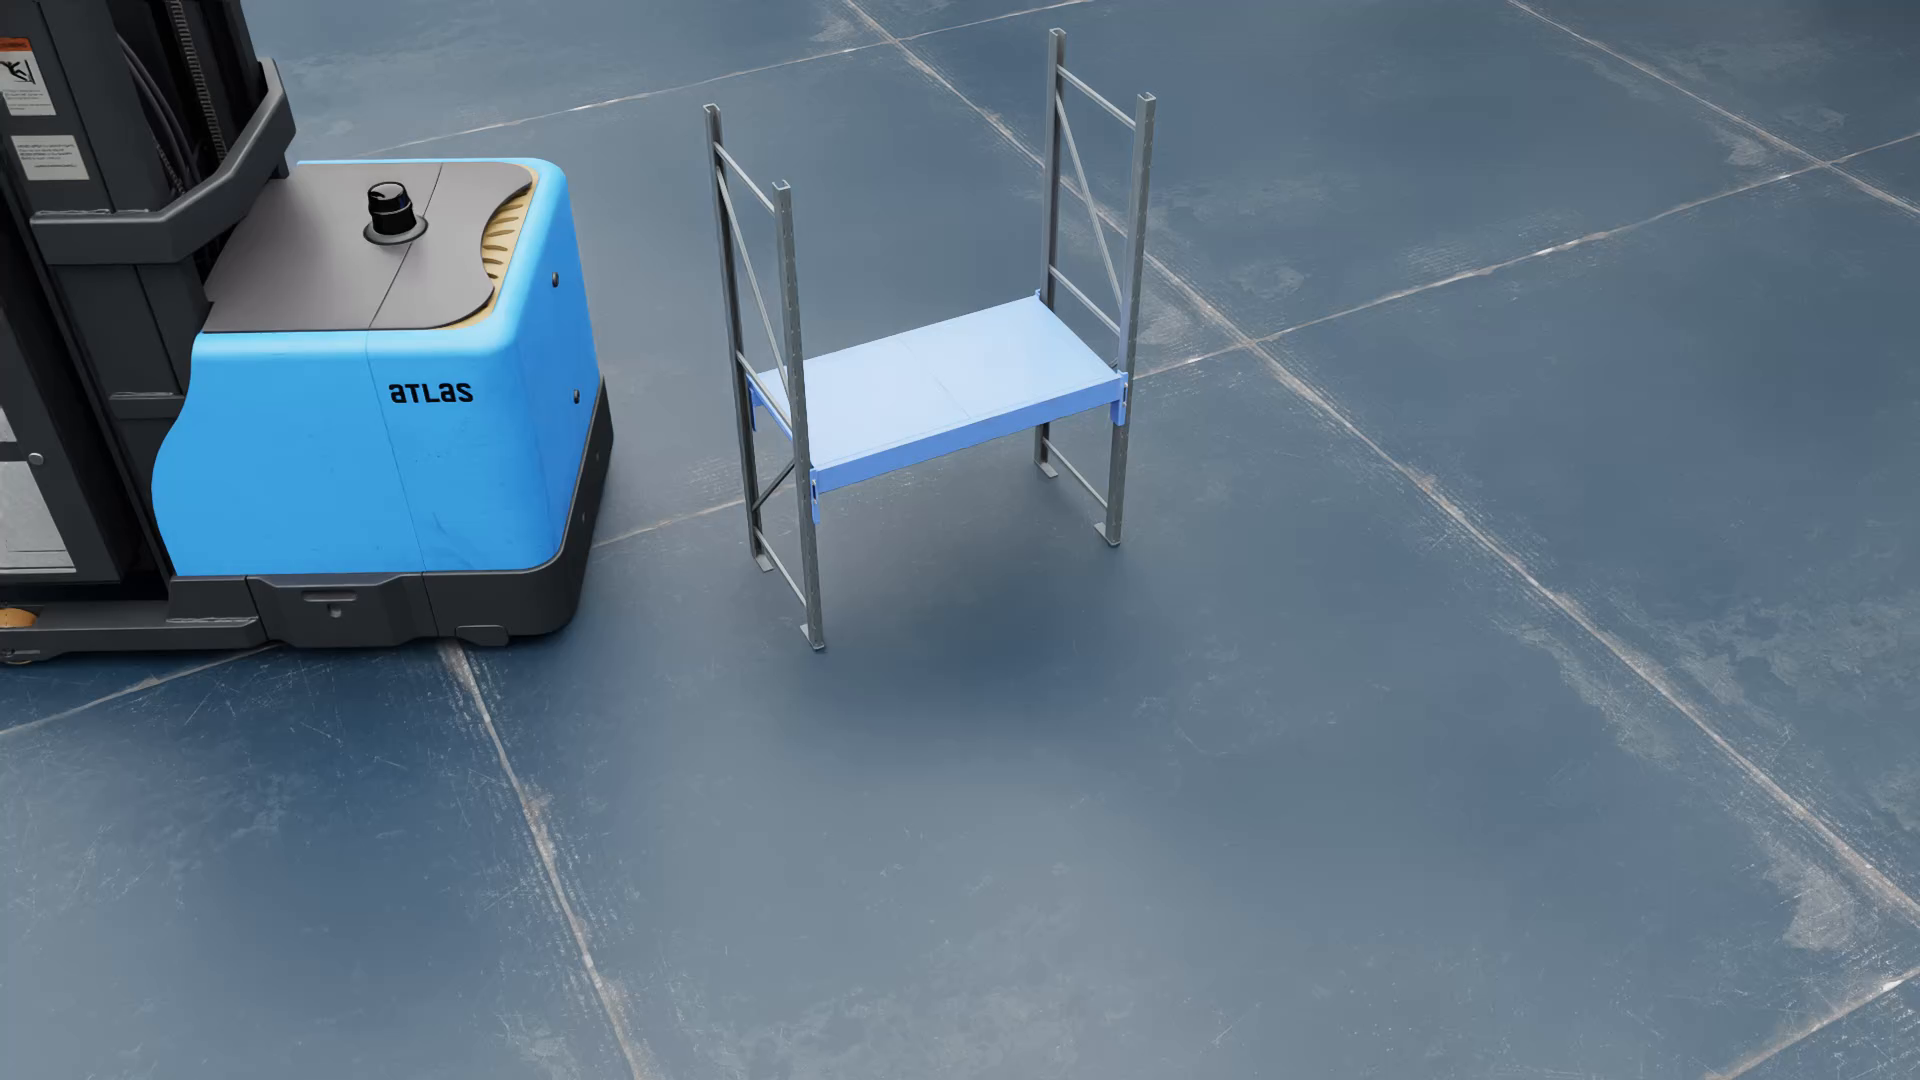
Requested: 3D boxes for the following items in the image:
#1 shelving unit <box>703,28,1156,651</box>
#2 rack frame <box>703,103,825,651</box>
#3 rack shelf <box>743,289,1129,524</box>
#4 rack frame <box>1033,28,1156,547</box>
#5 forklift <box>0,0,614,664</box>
[{"bbox_3d":[-0.076,-0.547,4.735,1.048,1.500,0.538,-19,44,-21],"label":"shelving unit"},{"bbox_3d":[-0.527,-0.395,4.556,0.032,1.500,0.500,-19,44,-21],"label":"rack frame"},{"bbox_3d":[-0.076,-0.410,4.852,1.000,0.185,0.538,-19,44,-21],"label":"rack shelf"},{"bbox_3d":[0.375,-0.699,4.915,0.032,1.500,0.500,-19,44,-21],"label":"rack frame"},{"bbox_3d":[-2.655,-1.102,4.284,3.031,2.935,1.130,-1,40,-1],"label":"forklift"}]
